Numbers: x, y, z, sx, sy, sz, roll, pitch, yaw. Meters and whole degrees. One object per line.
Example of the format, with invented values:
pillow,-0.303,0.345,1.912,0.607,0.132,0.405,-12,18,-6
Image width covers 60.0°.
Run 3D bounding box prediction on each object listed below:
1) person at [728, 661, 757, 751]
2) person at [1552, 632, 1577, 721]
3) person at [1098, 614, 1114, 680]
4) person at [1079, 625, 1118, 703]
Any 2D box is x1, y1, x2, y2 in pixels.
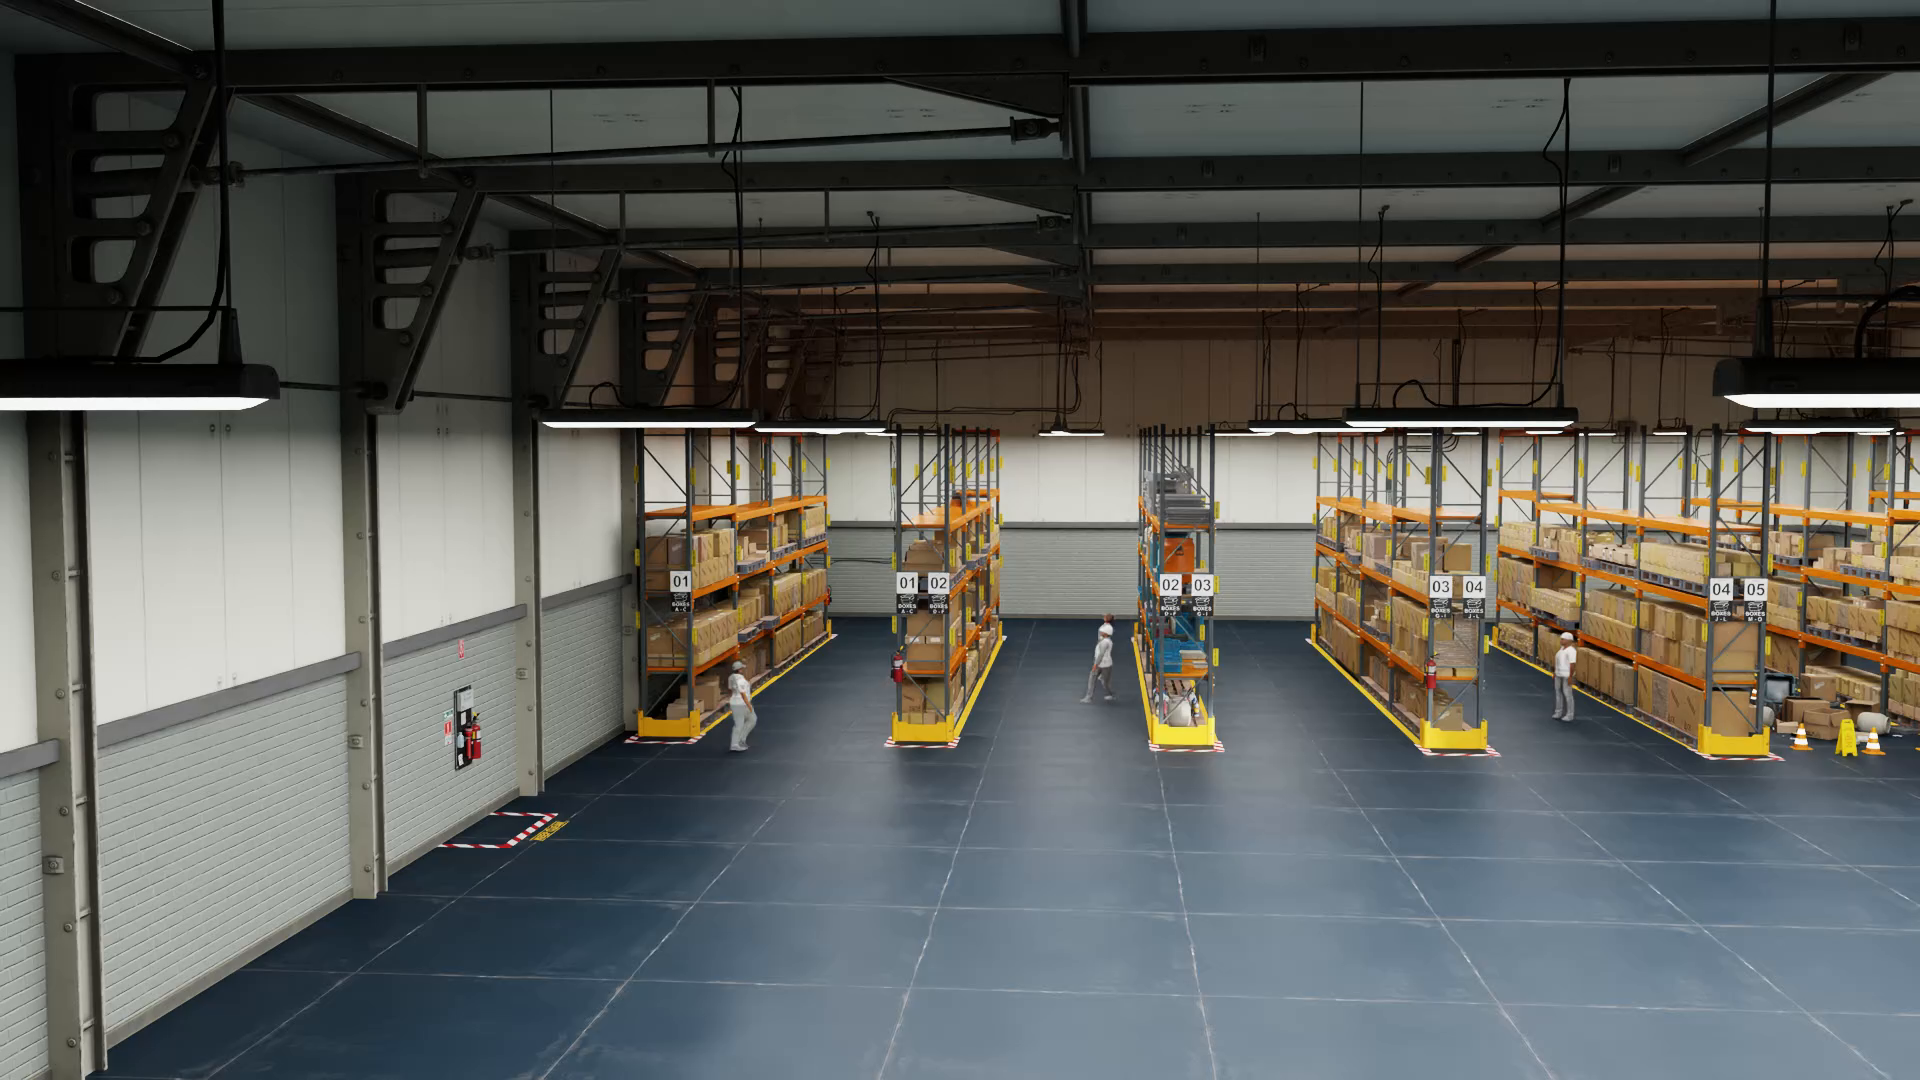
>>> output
person,-4.003,3.045,30.413,0.504,1.662,0.515,0,3,7
person,12.325,2.767,33.892,0.411,1.772,0.615,-1,4,-20
person,3.417,2.536,39.511,0.395,1.590,0.452,-2,4,-27
person,3.068,2.683,35.825,0.949,1.706,0.518,-3,4,-37
